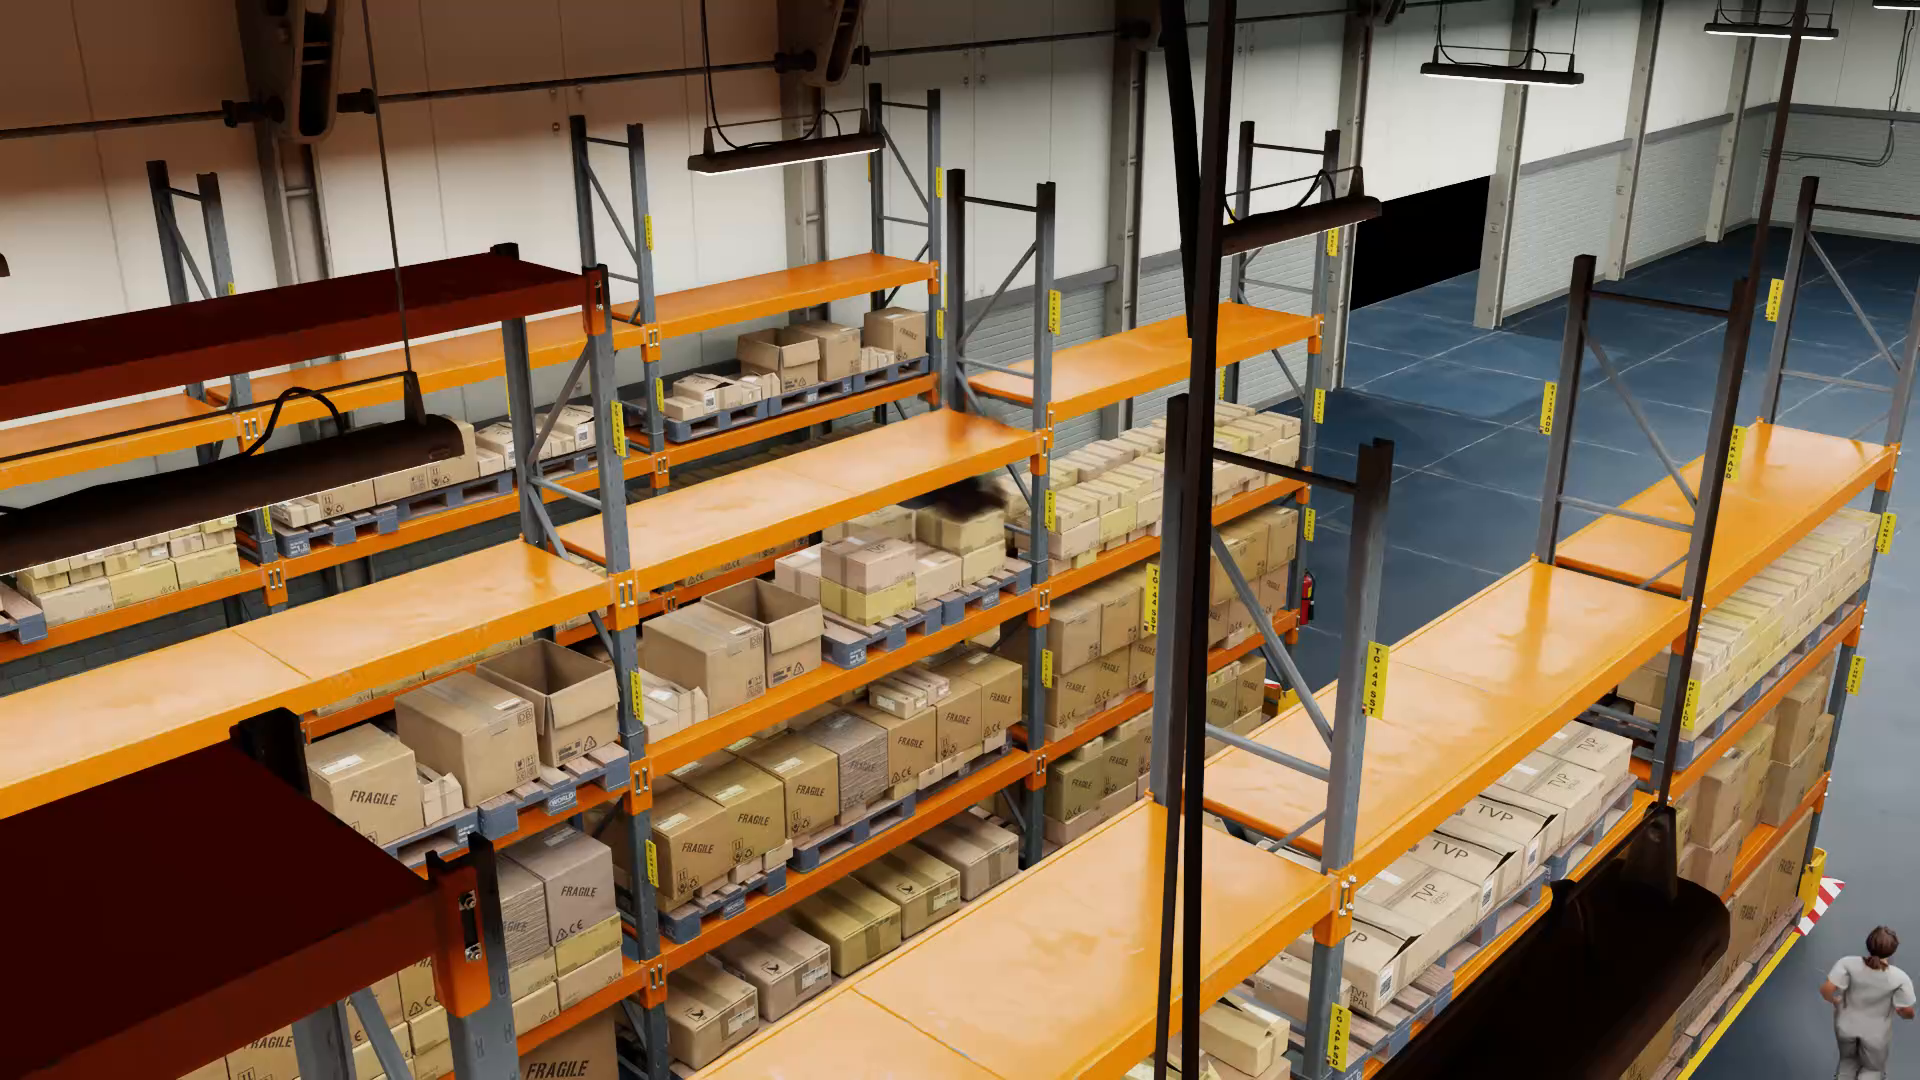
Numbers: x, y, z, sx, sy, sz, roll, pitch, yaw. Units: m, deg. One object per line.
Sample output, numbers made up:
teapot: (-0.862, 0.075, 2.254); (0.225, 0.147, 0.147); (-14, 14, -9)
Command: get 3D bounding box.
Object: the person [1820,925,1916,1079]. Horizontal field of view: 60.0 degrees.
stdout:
person: (6.068, 3.320, 11.210); (0.563, 1.628, 0.639); (15, 26, 34)
